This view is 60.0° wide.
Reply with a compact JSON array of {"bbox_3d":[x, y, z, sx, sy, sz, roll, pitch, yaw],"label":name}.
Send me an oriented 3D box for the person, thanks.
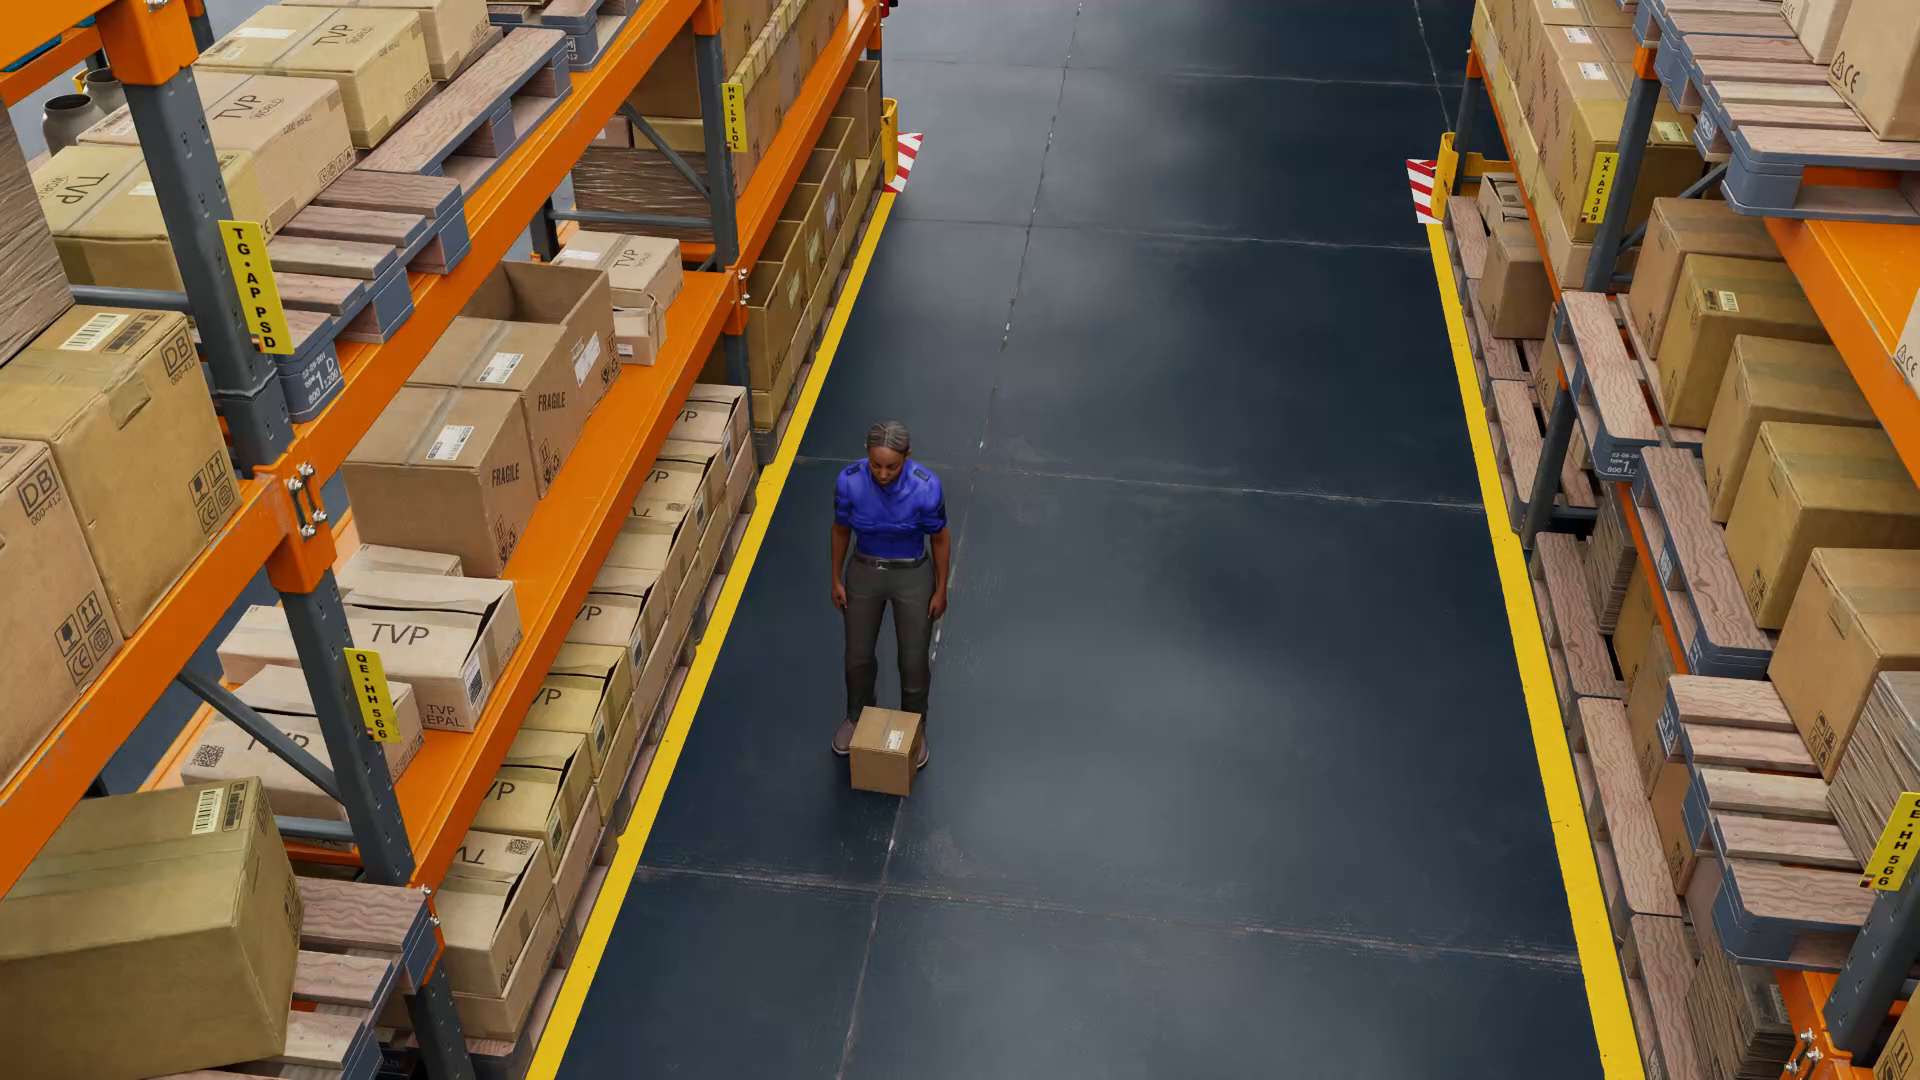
[{"bbox_3d":[-0.296,0.199,6.772,0.503,1.654,0.398,5,37,6],"label":"person"}]
